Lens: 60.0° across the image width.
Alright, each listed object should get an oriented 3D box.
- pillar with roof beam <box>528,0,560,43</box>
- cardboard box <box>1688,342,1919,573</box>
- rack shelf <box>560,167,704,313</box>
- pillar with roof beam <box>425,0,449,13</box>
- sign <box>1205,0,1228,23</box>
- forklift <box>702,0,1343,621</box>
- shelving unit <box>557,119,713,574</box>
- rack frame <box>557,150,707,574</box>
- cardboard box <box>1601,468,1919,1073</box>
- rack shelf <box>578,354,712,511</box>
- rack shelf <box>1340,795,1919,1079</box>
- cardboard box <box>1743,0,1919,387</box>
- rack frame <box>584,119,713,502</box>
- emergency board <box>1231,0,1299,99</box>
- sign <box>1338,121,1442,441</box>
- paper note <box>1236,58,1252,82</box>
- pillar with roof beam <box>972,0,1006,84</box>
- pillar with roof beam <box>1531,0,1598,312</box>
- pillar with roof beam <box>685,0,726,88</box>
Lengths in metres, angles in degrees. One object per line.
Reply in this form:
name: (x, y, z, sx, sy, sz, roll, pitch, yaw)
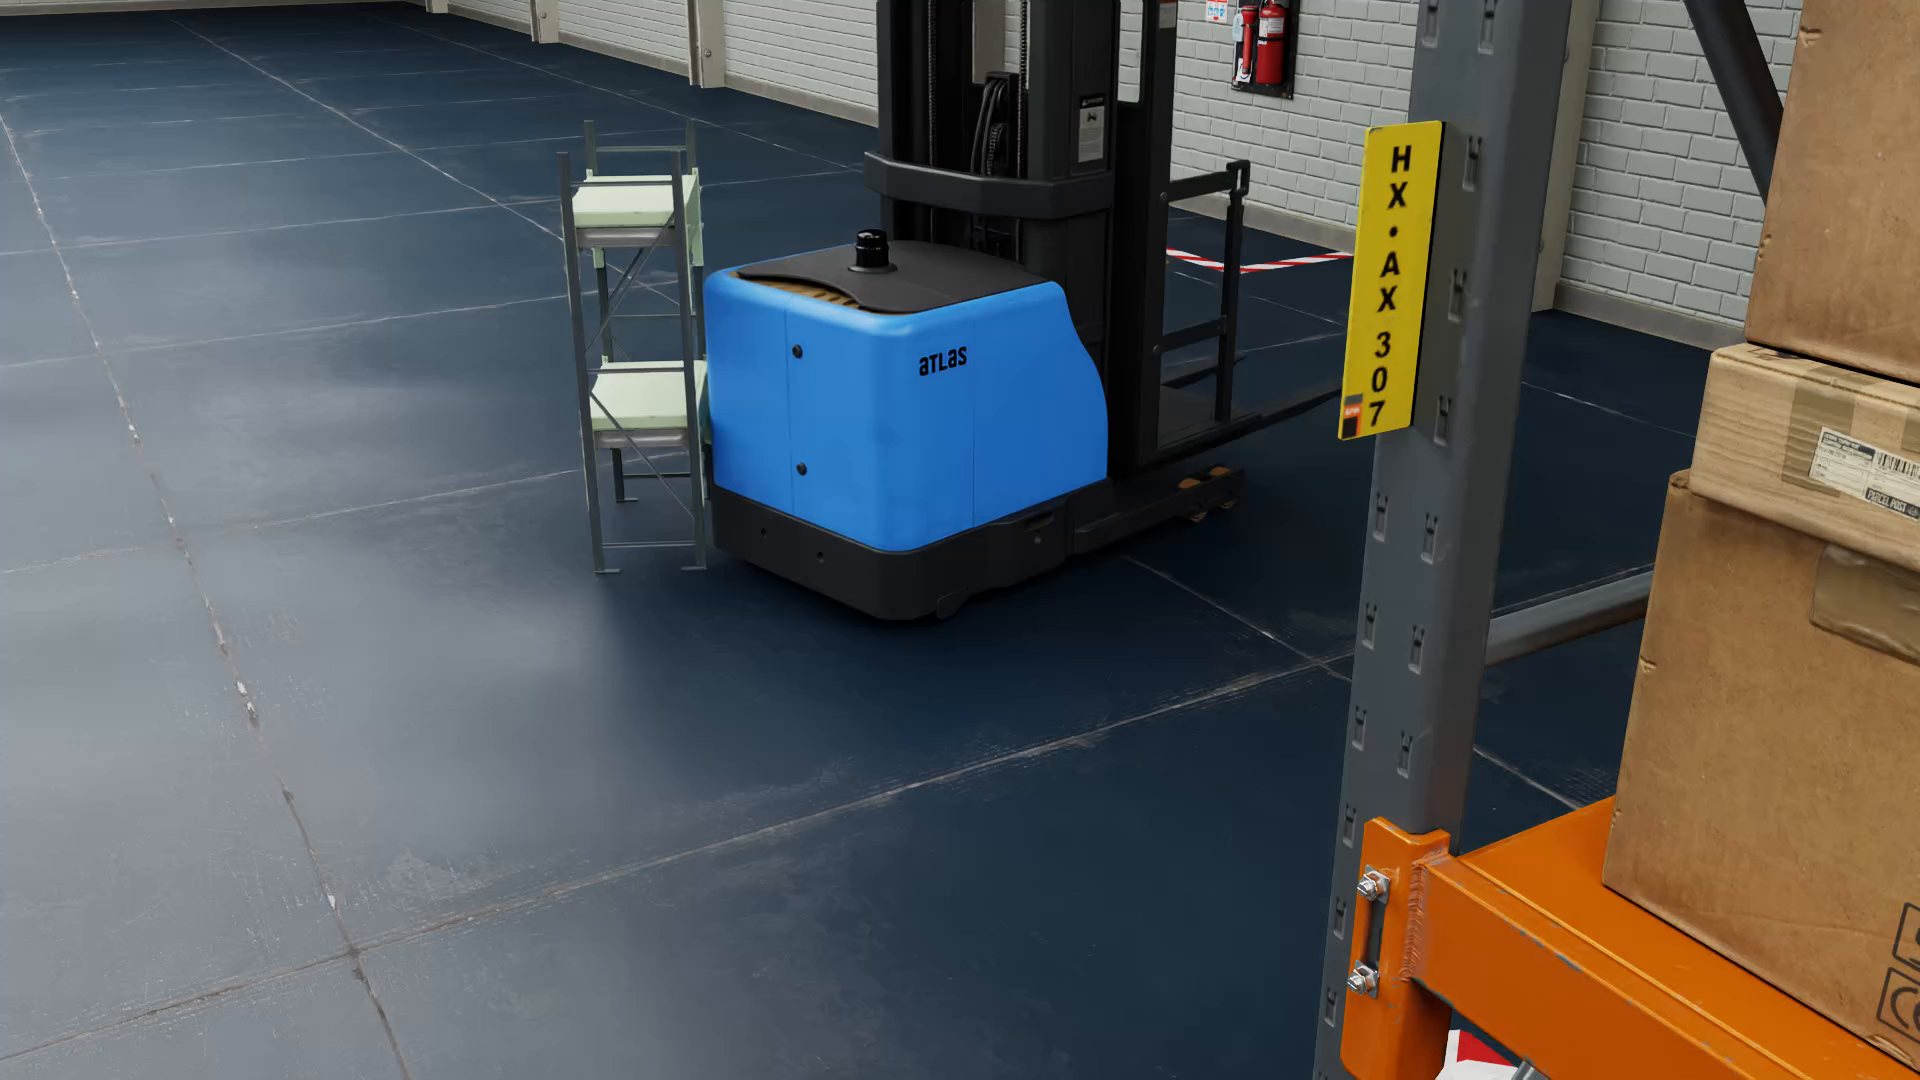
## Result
pillar with roof beam: (-9.677, -10.547, 20.309, 9.100, 9.000, 0.400, -13, 25, -28)
cardboard box: (0.941, -0.111, 1.607, 0.380, 0.149, 0.250, -13, 25, -29)
rack shelf: (-1.153, -1.081, 5.943, 0.431, 0.370, 0.720, -2, 22, -5)
pillar with roof beam: (-12.742, -12.489, 25.087, 9.100, 9.000, 0.400, -13, 25, -28)
sign: (1.795, -3.792, 11.609, 0.001, 0.329, 0.234, -13, 25, -28)
forklift: (0.490, -1.552, 6.236, 1.130, 2.935, 3.031, 20, 30, 41)
shelving unit: (-1.153, -0.719, 6.090, 0.431, 1.500, 0.755, -2, 22, -5)
rack frame: (-1.122, -0.582, 5.752, 0.400, 1.500, 0.023, -2, 22, -5)
cardboard box: (1.153, 0.174, 1.766, 0.700, 0.500, 0.500, -13, 25, -28)
rack shelf: (-1.153, -0.417, 6.212, 0.431, 0.370, 0.720, -2, 22, -5)
rack shelf: (1.947, 1.048, 0.705, 1.077, 0.370, 4.000, -13, 25, -28)
cardboard box: (1.180, -0.409, 1.480, 0.700, 0.500, 0.500, -13, 25, -28)
rack frame: (-1.185, -0.857, 6.428, 0.400, 1.500, 0.023, -2, 22, -5)
emergency board: (1.989, -3.576, 11.126, 0.194, 1.169, 0.643, -13, 25, -28)
sign: (0.445, -0.266, 1.727, 0.100, 0.325, 0.005, -13, 25, -28)
paper note: (1.958, -3.239, 11.466, 0.016, 0.148, 0.142, -13, 25, -28)
pillar with roof beam: (-3.547, -6.662, 10.752, 9.100, 9.000, 0.400, -13, 25, -28)
pillar with roof beam: (-0.482, -4.720, 5.973, 9.100, 9.000, 0.400, -13, 25, -28)
pillar with roof beam: (-6.612, -8.605, 15.530, 9.100, 9.000, 0.400, -13, 25, -28)
